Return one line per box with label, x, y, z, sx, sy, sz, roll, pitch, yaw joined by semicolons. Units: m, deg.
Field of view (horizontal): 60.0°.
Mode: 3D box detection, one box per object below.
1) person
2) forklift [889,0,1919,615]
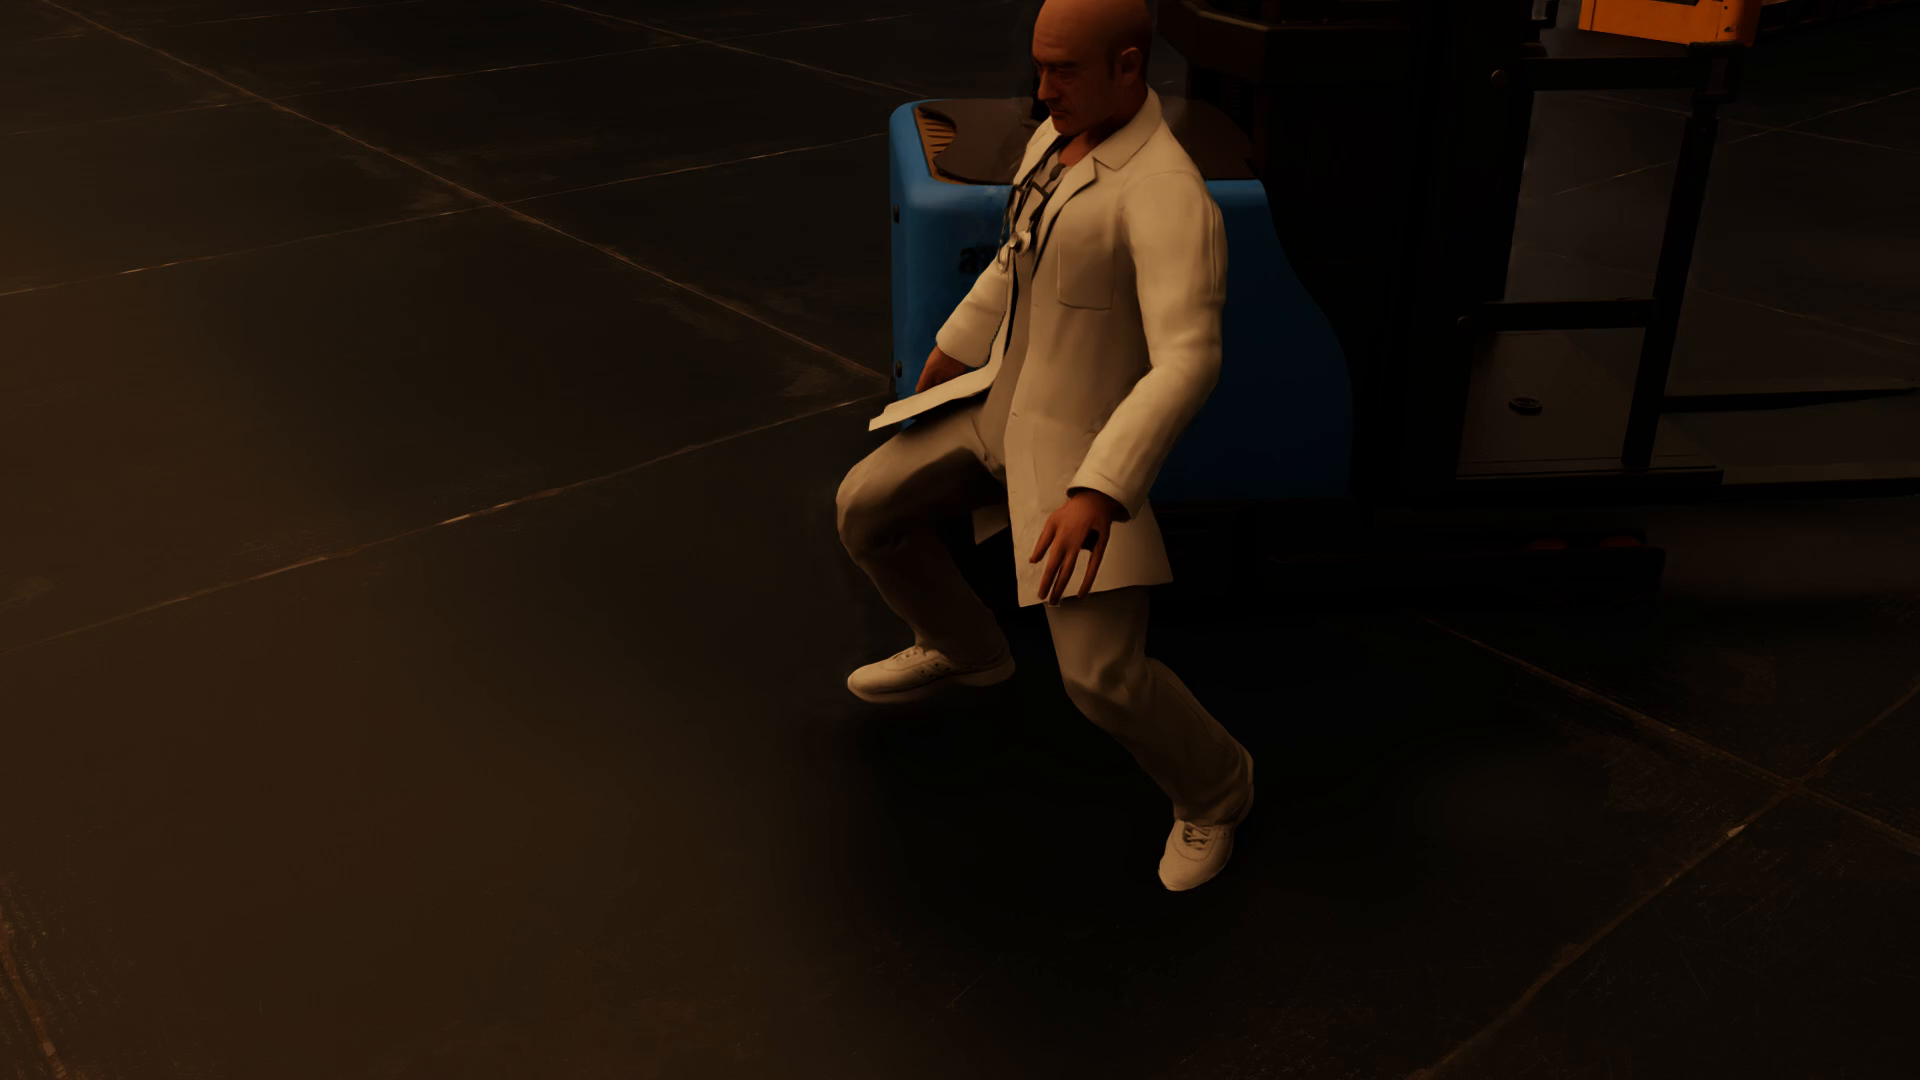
person;0.202;-0.193;3.105;0.714;1.661;1.003;-10;28;-19
forklift;1.343;-1.383;3.990;3.031;2.935;1.130;-2;26;-4
